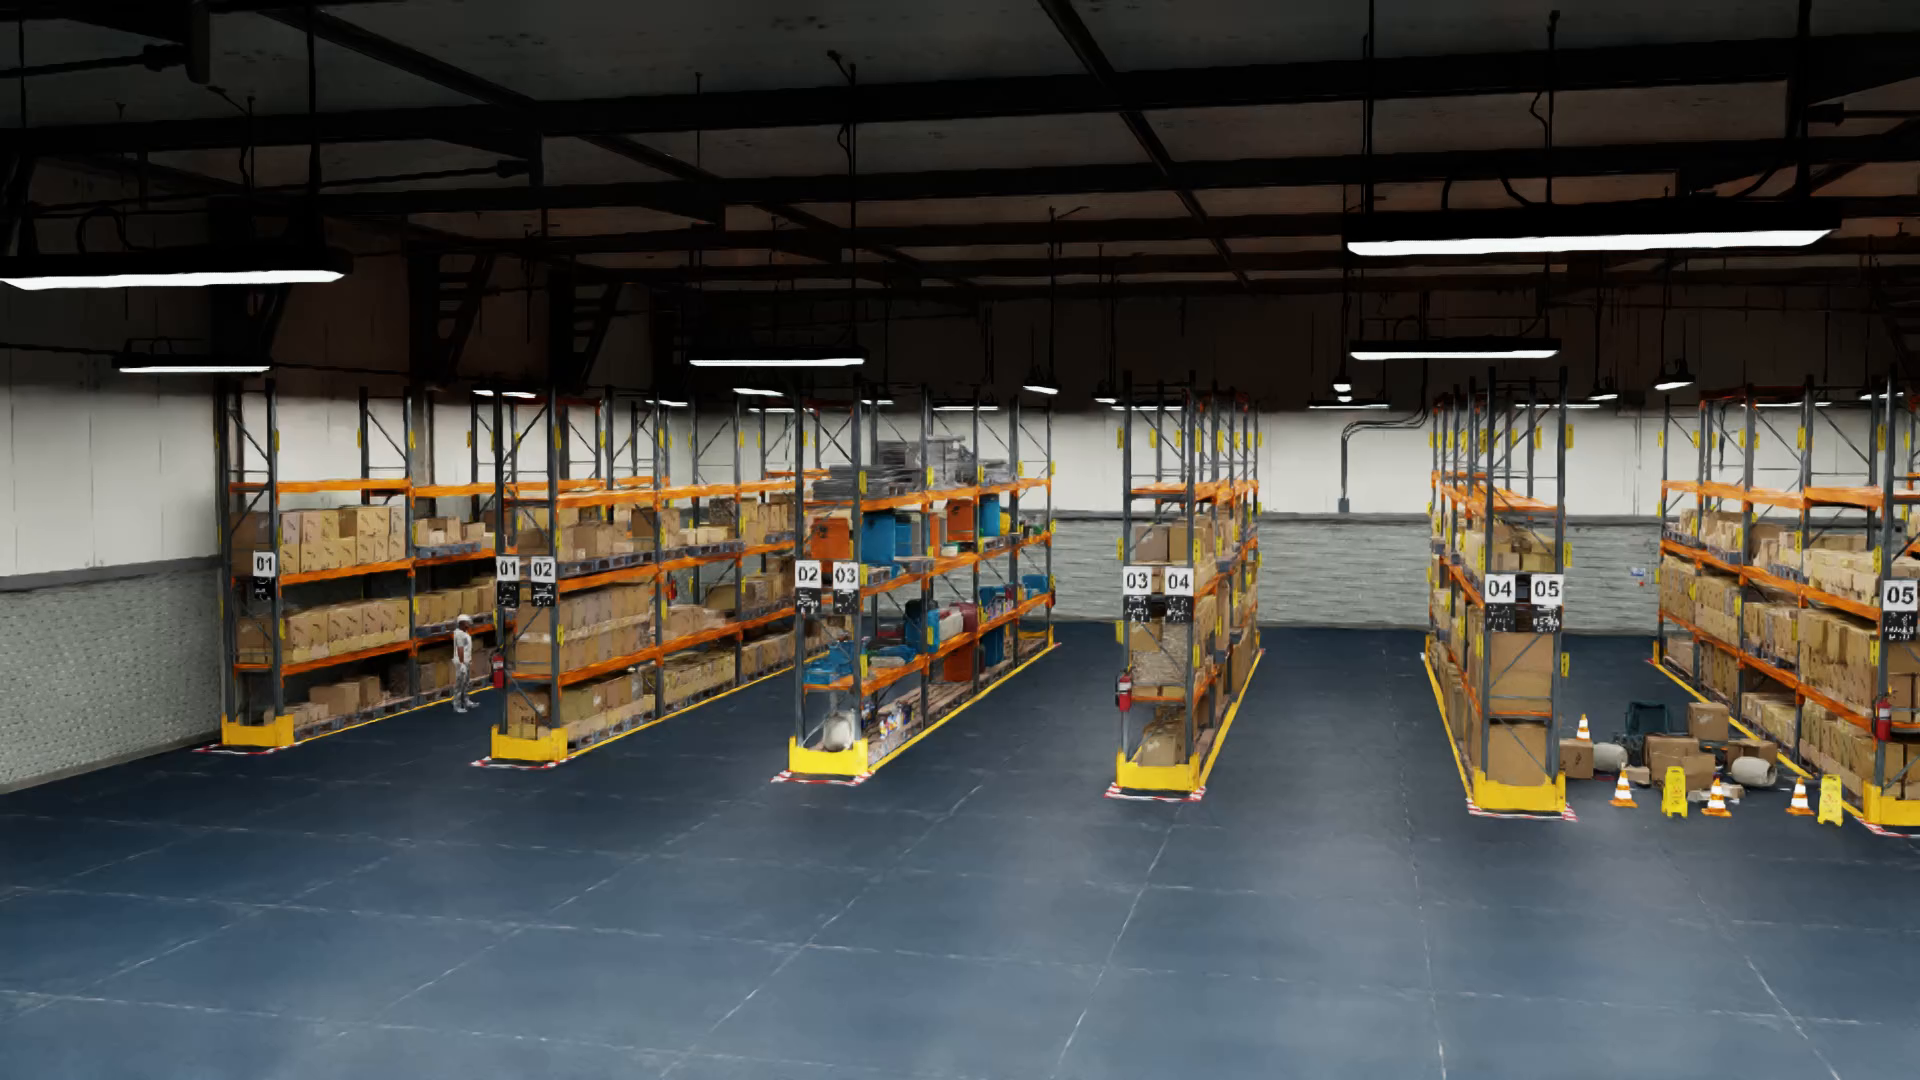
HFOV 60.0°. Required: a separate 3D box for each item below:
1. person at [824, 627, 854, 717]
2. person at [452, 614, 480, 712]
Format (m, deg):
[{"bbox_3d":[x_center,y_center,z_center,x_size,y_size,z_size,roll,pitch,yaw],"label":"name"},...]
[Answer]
[{"bbox_3d":[-2.054,2.374,30.073,0.474,1.629,0.909,2,4,30],"label":"person"},{"bbox_3d":[-9.124,2.250,30.672,0.477,1.789,0.634,-1,4,-12],"label":"person"}]
